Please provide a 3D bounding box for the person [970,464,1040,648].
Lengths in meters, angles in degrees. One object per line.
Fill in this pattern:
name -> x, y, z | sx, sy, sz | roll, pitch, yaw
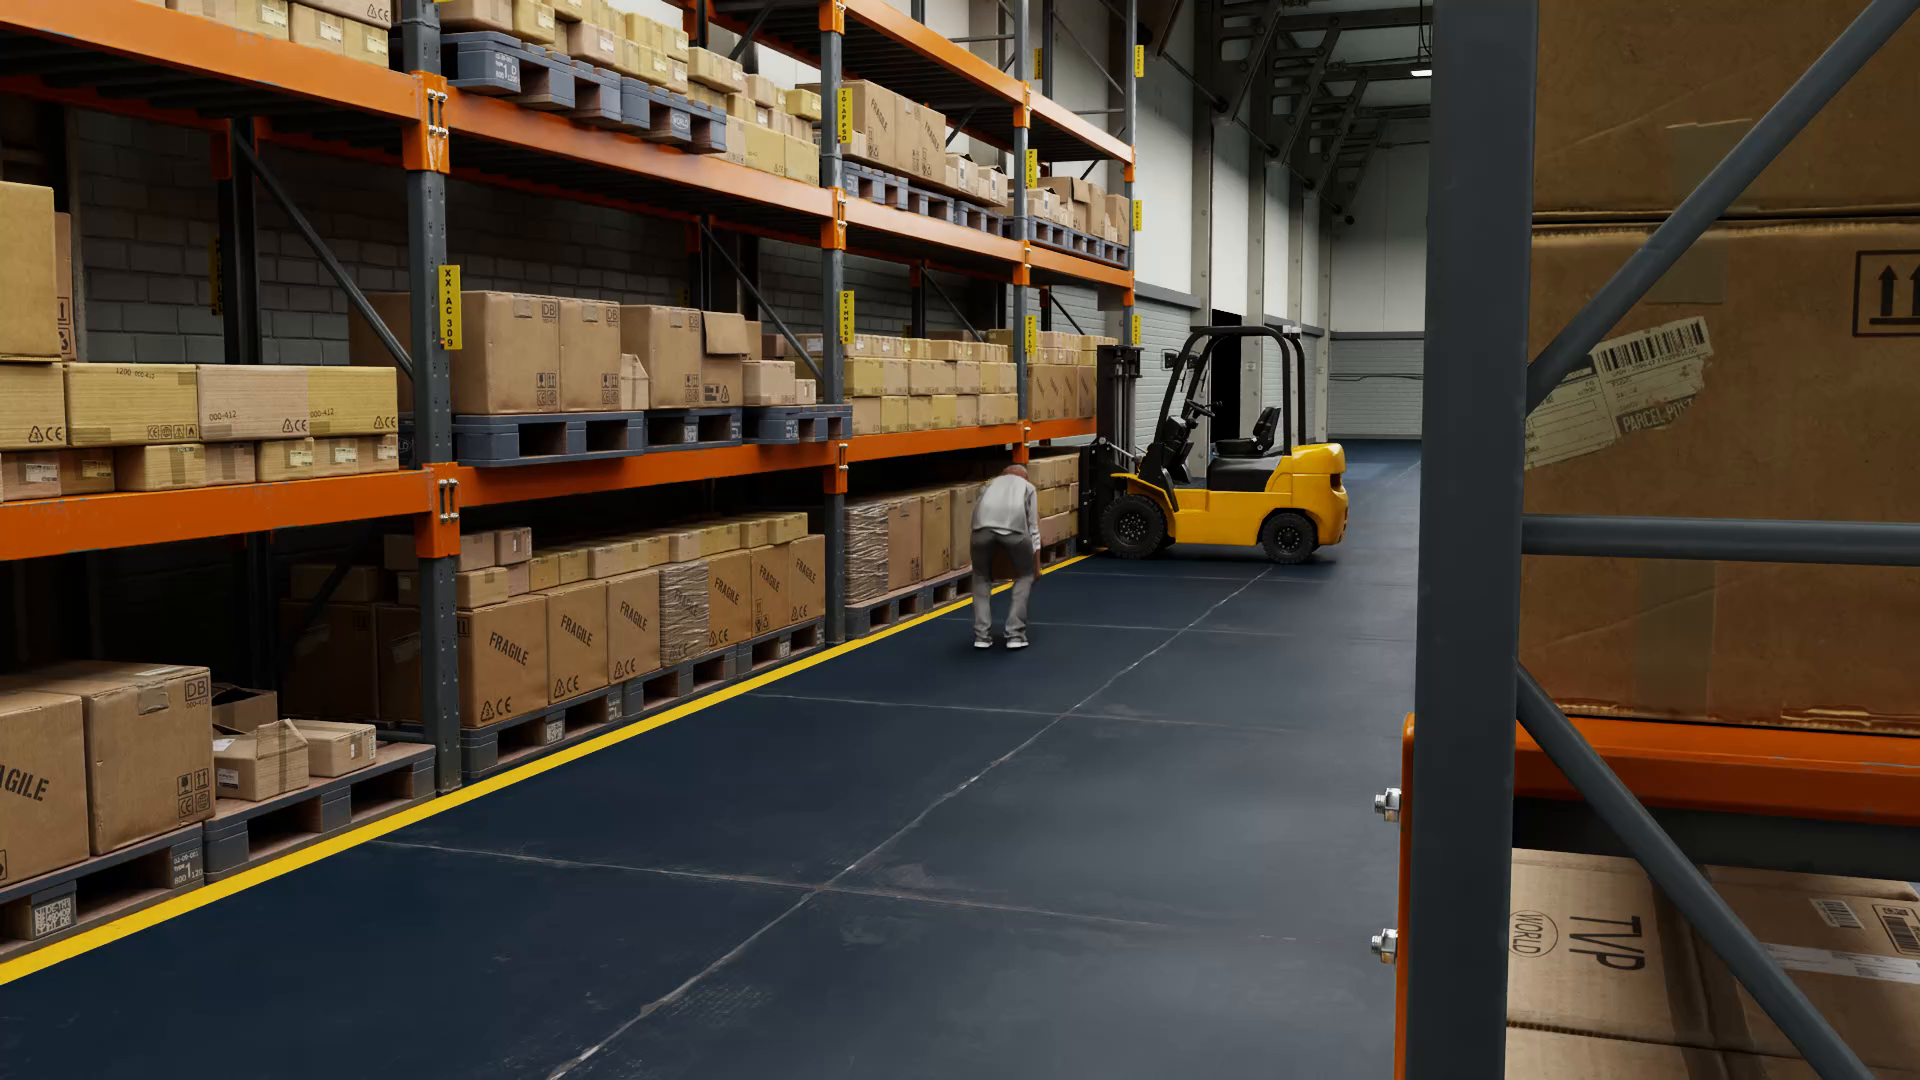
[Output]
person -> 0.291, 0.101, 10.451 | 0.398, 1.116, 0.841 | 1, 6, 12
